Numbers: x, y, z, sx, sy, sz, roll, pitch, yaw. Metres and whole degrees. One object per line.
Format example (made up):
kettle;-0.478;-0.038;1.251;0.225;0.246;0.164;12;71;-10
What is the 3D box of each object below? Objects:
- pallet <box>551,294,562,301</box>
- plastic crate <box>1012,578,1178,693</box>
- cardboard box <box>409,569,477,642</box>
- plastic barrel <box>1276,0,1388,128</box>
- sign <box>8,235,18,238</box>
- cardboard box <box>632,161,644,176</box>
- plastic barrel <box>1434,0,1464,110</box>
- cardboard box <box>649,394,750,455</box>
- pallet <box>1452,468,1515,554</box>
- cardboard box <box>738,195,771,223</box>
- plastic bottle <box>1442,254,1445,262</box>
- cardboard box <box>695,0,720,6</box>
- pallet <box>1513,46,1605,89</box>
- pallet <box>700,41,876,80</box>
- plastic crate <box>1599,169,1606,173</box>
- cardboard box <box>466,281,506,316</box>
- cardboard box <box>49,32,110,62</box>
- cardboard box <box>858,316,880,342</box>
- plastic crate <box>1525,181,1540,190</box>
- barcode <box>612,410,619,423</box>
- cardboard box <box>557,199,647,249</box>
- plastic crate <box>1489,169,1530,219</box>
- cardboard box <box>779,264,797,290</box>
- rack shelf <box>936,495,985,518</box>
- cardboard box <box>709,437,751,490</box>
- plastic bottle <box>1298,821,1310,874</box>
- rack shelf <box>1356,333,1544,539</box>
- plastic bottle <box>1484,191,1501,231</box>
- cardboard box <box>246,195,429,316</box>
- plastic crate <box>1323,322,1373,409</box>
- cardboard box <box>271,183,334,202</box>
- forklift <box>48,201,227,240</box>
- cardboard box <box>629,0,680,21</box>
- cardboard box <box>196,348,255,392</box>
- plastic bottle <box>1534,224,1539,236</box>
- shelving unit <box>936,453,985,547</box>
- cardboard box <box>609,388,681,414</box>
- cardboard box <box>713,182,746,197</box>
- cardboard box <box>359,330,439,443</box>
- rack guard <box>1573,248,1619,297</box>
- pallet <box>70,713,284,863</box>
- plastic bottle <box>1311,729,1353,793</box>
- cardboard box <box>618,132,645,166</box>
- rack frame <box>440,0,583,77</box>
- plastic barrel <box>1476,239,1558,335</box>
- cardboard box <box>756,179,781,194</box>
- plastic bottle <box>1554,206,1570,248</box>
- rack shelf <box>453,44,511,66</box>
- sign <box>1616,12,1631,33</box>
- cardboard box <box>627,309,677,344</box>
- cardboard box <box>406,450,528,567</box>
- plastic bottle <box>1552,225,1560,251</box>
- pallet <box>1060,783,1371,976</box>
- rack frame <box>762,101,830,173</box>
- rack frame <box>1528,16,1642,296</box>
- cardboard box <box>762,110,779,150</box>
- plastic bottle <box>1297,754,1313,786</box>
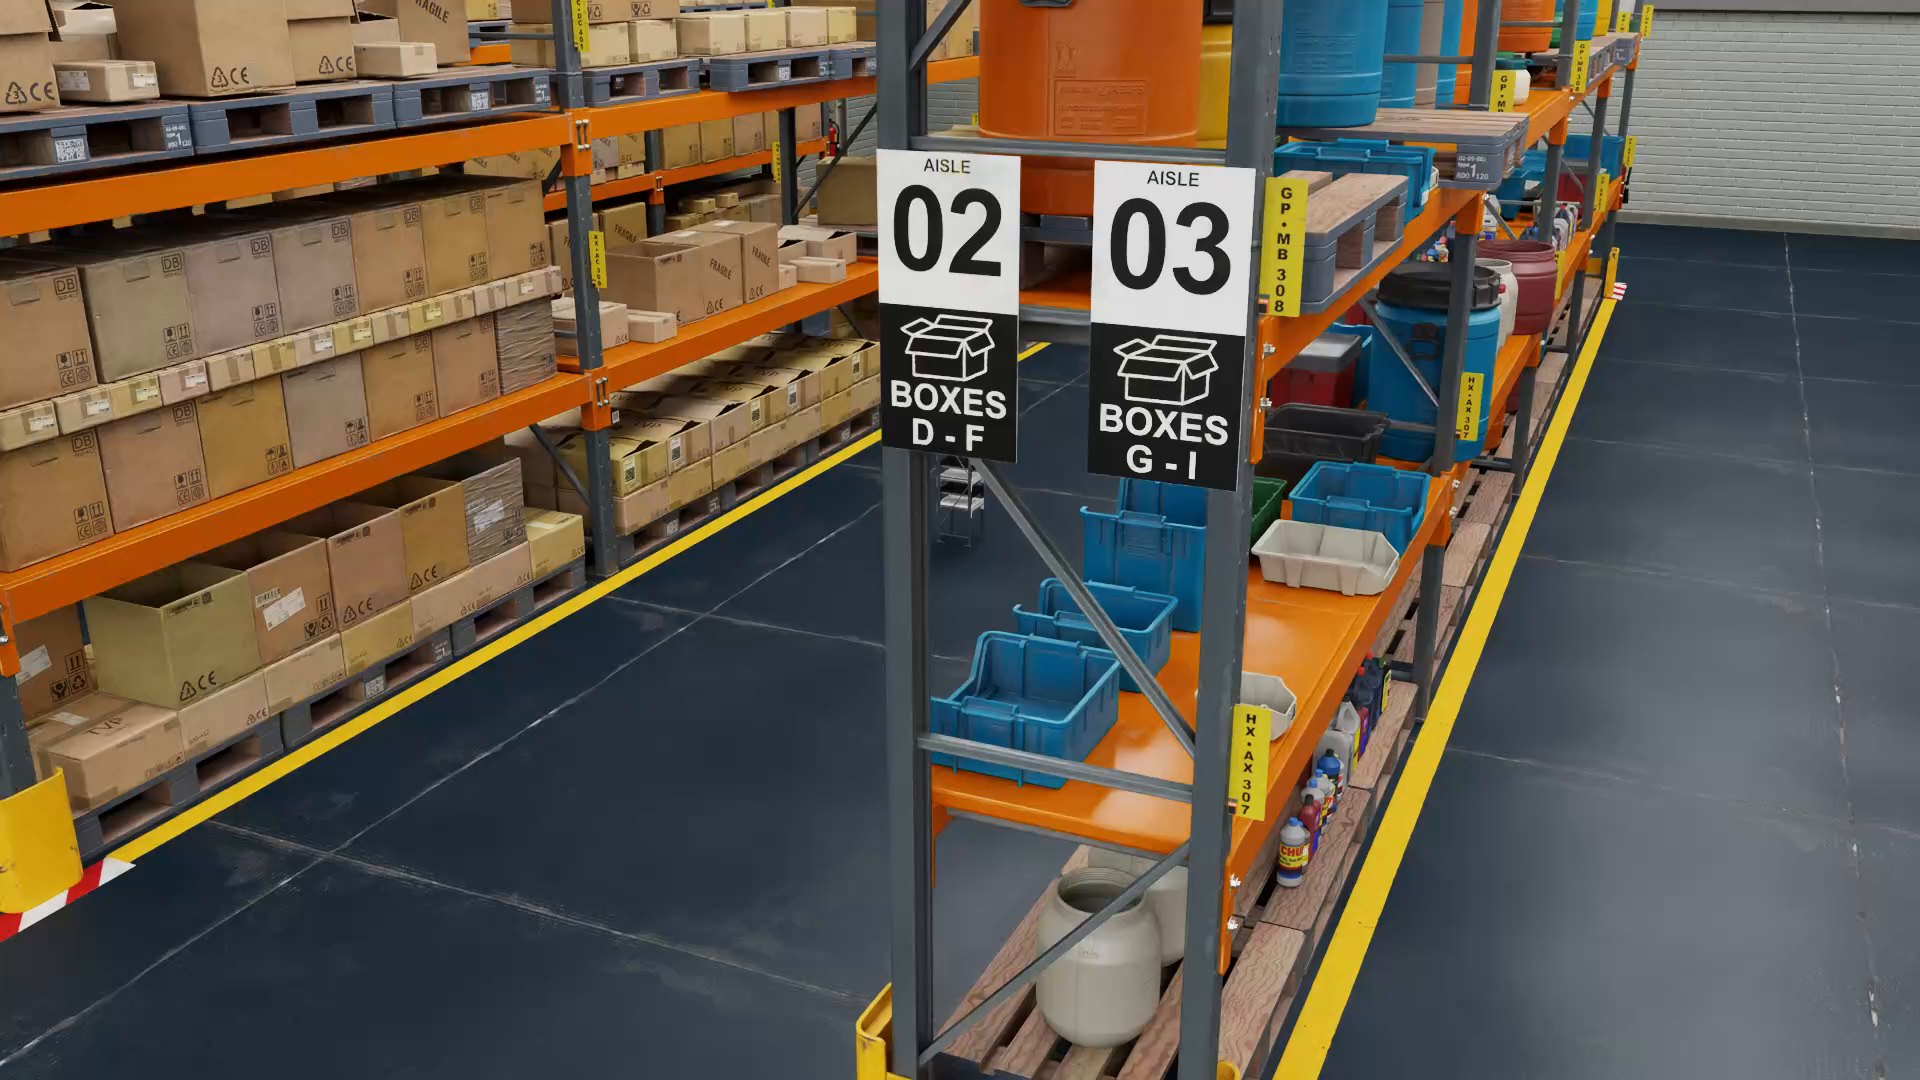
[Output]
pallet;-4.601;-2.448;17.538;1.003;0.211;1.213;9;21;23
plastic crate;0.472;0.323;5.805;0.499;0.251;0.408;9;21;23
cardboard box;-3.007;0.317;9.077;0.500;0.250;0.500;9;21;23
plastic barrel;1.401;-2.135;6.645;0.600;0.901;0.708;9;21;23
sign;-6.634;-2.273;11.591;0.100;0.325;0.005;9;21;23
cardboard box;-3.736;-4.131;18.454;0.380;0.149;0.250;9;21;23
plastic barrel;2.452;-2.812;9.175;0.600;0.901;0.708;9;21;23
cardboard box;-1.794;-0.828;11.460;0.500;0.311;0.500;8;21;21
pallet;3.192;-0.255;11.371;1.003;0.211;1.213;9;21;23
cardboard box;-2.824;-4.091;21.099;0.700;0.500;0.500;8;21;21
plastic bottle;3.679;-2.141;12.809;0.097;0.201;0.097;0;20;0
cardboard box;-3.111;-6.299;19.175;0.500;0.250;0.500;8;21;22
pallet;3.947;-3.345;11.703;1.003;0.211;1.213;9;21;23
pallet;-1.169;-3.586;12.380;1.213;0.211;1.003;10;22;25
plastic crate;6.652;-3.876;17.695;0.396;0.136;0.243;9;21;23
cardboard box;-2.735;-1.343;9.151;0.380;0.149;0.250;8;21;21
cardboard box;-4.018;-2.030;7.113;0.500;0.250;0.500;9;21;23
cardboard box;-0.526;-1.611;14.095;0.500;0.500;0.500;10;22;25
plastic crate;5.621;-3.501;16.640;0.293;0.136;0.466;9;21;23
barcode;-2.127;-0.761;10.274;0.001;0.075;0.075;9;21;23
cardboard box;-4.004;-3.351;18.496;0.750;0.750;0.750;9;21;23
plastic crate;5.062;-3.233;15.518;0.392;0.384;0.575;9;21;23
cardboard box;-1.444;-1.965;12.393;0.380;0.149;0.250;10;22;27
rack shelf;0.003;-0.225;10.896;0.258;0.077;0.200;9;21;23
cardboard box;-1.800;-0.565;11.557;0.500;0.250;0.500;8;21;21
plastic bottle;1.338;1.213;6.600;0.097;0.201;0.097;0;20;0
rack shelf;2.725;-0.850;9.956;1.077;0.370;4.000;9;21;23
plastic bottle;4.726;-2.924;14.789;0.144;0.351;0.185;9;21;23
cardboard box;-3.198;-1.473;8.548;0.700;0.500;0.500;9;21;23
plastic crate;2.074;-0.950;9.187;0.392;0.384;0.575;9;21;23
cardboard box;-5.881;-3.095;14.388;0.700;0.500;0.500;6;21;18
forklift;-4.894;-1.485;10.769;1.130;2.935;3.031;8;21;22
cardboard box;-2.110;-3.513;10.371;0.500;0.500;0.500;11;22;28
cardboard box;-3.471;-0.795;7.609;0.380;0.149;0.250;8;21;21
plastic bottle;4.688;-2.431;13.521;0.097;0.271;0.097;0;20;0
shelving unit;0.003;-0.426;10.825;0.258;0.900;0.210;9;21;23
cardboard box;-2.293;-0.900;11.663;0.500;0.311;0.500;8;21;23
cardboard box;-2.958;-4.460;21.168;0.380;0.149;0.250;9;21;23
cardboard box;-3.206;-0.854;8.744;0.700;0.500;0.500;9;21;24
rack guard;6.818;-3.077;18.876;1.175;0.500;0.348;9;21;23
pallet;-3.974;1.039;7.733;1.003;0.211;1.213;9;21;23
plastic bottle;1.625;0.941;7.253;0.152;0.276;0.135;9;21;24
cardboard box;-3.815;-4.403;18.251;0.500;0.500;0.500;8;21;22
rack frame;-2.611;-4.085;9.025;1.000;3.000;0.127;9;21;23
plastic barrel;3.631;-1.681;11.016;0.600;0.536;0.708;9;21;23
cardboard box;-2.404;-4.561;21.452;0.380;0.149;0.250;9;22;24
plastic bottle;5.029;-2.618;13.926;0.144;0.351;0.185;9;21;23
rack shelf;-4.675;-4.845;16.714;1.077;0.370;4.000;9;21;23
sign;5.683;-4.365;14.275;0.100;0.325;0.005;9;21;23
cardboard box;-2.062;-1.383;10.756;0.380;0.149;0.250;9;21;23
cardboard box;-2.817;-0.191;9.387;0.500;0.500;0.500;9;21;23
plastic bottle;4.653;-2.337;13.138;0.144;0.351;0.185;9;21;23
pallet;1.095;1.310;6.970;1.003;0.211;1.213;9;21;23
rack frame;-2.218;-5.605;22.254;1.000;3.000;0.127;9;21;23
rack frame;6.820;-4.246;18.431;1.000;3.000;0.127;9;21;23
cardboard box;-2.705;-5.365;21.131;0.980;0.700;0.700;8;21;22
plastic bottle;1.527;0.923;7.293;0.061;0.283;0.133;9;21;23
